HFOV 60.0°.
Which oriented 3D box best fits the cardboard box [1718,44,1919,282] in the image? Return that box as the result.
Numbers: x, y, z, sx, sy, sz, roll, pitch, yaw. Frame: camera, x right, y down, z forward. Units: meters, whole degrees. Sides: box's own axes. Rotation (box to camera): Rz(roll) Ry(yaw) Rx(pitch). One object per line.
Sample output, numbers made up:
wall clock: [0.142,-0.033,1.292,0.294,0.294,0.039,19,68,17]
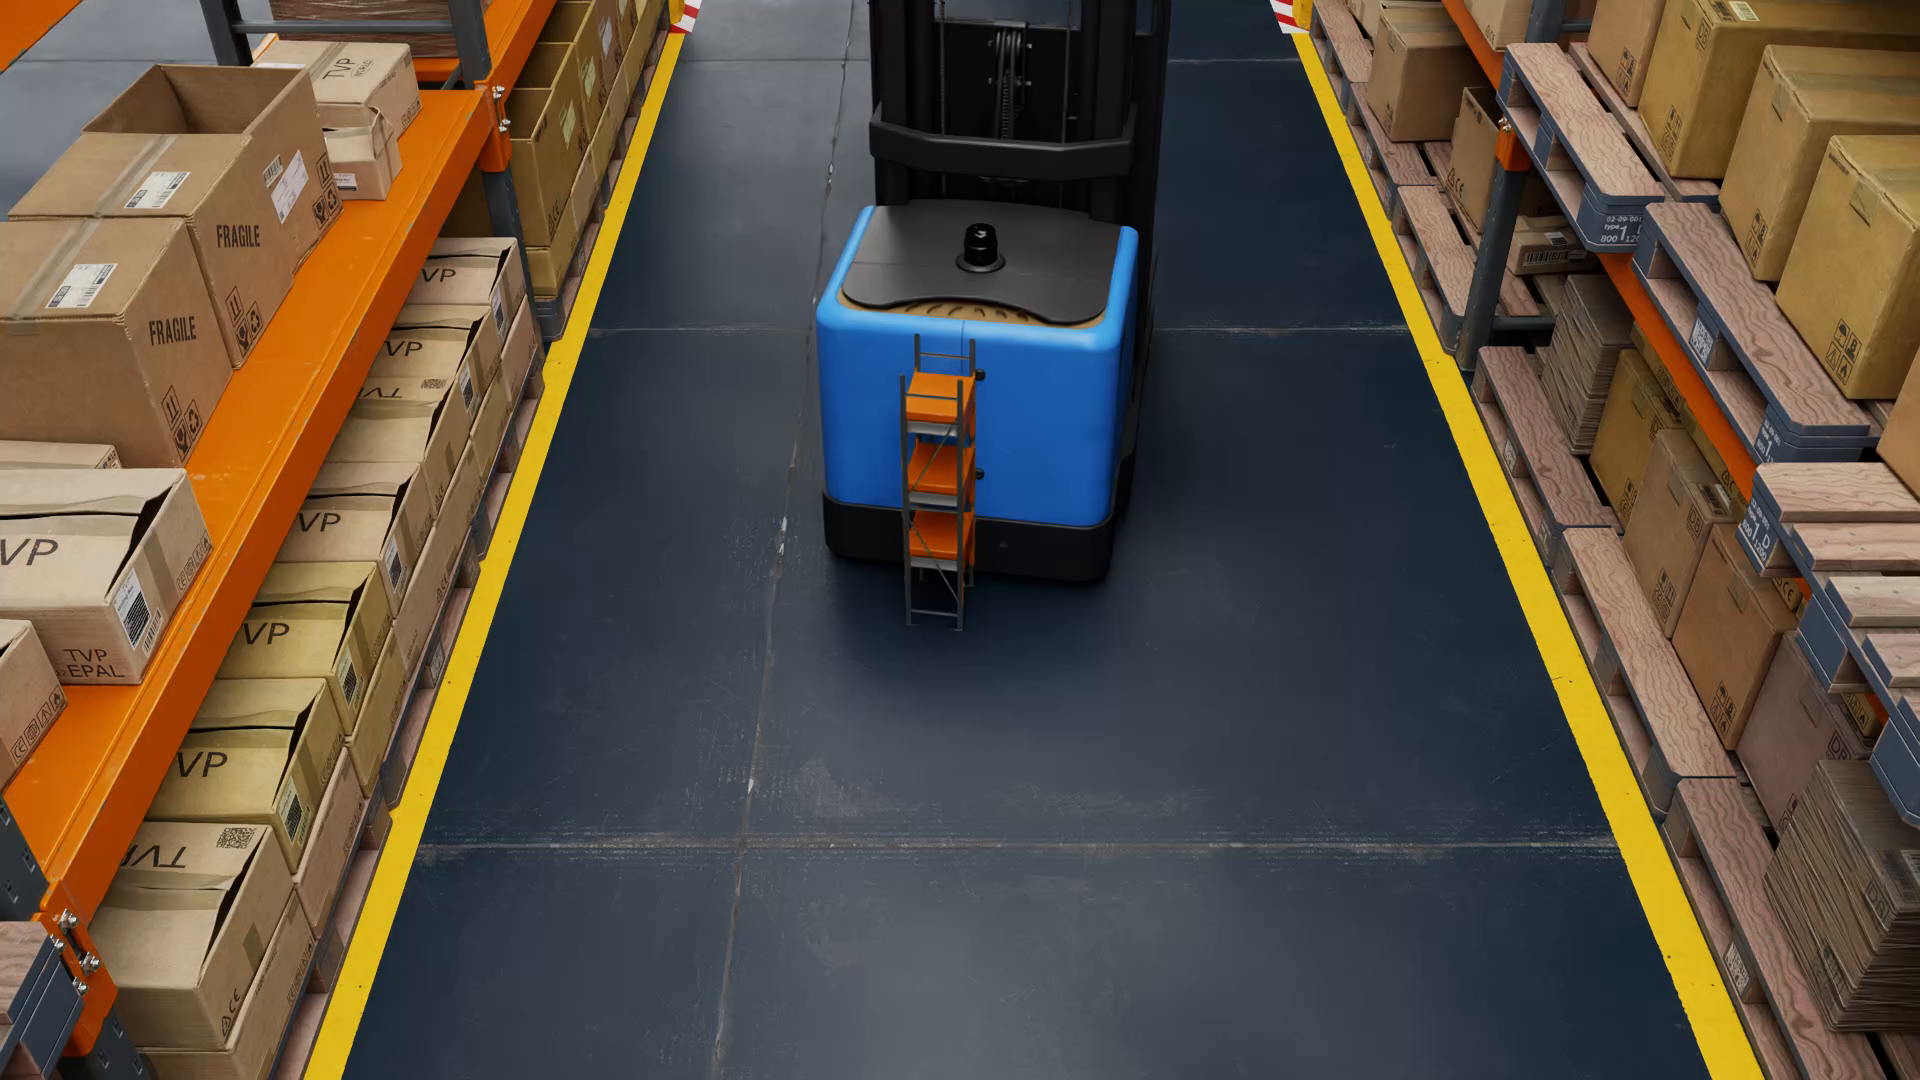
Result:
cardboard box: [2.645,-1.058,4.740,0.700,0.500,0.500,5,39,6]

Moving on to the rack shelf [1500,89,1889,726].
rack shelf: [2.655,-0.395,4.920,1.077,0.370,4.000,0,39,0]

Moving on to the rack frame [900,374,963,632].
rack frame: [-0.090,-0.098,5.533,0.200,1.050,0.008,6,39,7]

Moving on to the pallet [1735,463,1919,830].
pallet: [2.550,0.204,3.750,1.213,0.211,1.003,0,39,0]

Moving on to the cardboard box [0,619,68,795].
cardboard box: [-2.253,0.388,3.438,0.500,0.311,0.500,2,39,3]

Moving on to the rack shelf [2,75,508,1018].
rack shelf: [-2.298,-0.389,4.912,1.077,0.370,4.000,0,39,0]

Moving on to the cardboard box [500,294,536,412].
cardboard box: [-2.010,-0.752,6.653,0.500,0.250,0.500,0,39,0]

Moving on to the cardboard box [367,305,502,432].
cardboard box: [-2.007,-0.652,6.079,0.500,0.311,0.500,1,39,1]

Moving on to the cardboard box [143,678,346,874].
cardboard box: [-2.012,0.615,4.499,0.500,0.311,0.500,-1,39,-1]

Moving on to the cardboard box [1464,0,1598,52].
cardboard box: [2.349,-2.172,6.665,0.500,0.250,0.500,0,39,0]

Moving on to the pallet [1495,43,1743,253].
pallet: [2.508,-1.374,5.719,1.003,0.211,1.213,0,39,0]

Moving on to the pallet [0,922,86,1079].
pallet: [-2.225,1.079,2.658,1.213,0.211,1.003,0,39,0]

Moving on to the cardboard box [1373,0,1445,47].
cardboard box: [2.560,-2.761,9.095,0.500,0.311,0.500,3,39,4]

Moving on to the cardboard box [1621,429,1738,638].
cardboard box: [2.681,-0.020,5.524,0.700,0.500,0.500,0,39,0]

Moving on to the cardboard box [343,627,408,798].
cardboard box: [-2.011,0.523,5.062,0.500,0.250,0.500,-1,39,-1]

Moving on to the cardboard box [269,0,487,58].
cardboard box: [-2.308,-2.237,6.563,0.700,0.500,0.500,-1,39,-1]

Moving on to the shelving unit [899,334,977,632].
shelving unit: [-0.070,-0.174,5.627,0.215,1.050,0.252,6,39,7]

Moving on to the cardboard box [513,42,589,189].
cardboard box: [-1.997,-1.907,7.494,0.500,0.500,0.500,0,39,0]

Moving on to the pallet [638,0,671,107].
pallet: [-2.263,-2.856,9.645,1.003,0.211,1.213,0,39,0]

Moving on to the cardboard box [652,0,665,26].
cardboard box: [-2.009,-3.178,9.680,0.500,0.250,0.500,0,39,0]

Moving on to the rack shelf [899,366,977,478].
rack shelf: [-0.070,-0.387,5.456,0.215,0.259,0.240,6,39,7]

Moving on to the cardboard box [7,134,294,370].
cardboard box: [-2.315,-0.837,4.816,0.500,0.500,0.500,0,39,0]

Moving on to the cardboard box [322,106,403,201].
cardboard box: [-2.116,-1.319,5.604,0.396,0.266,0.258,-1,39,-1]

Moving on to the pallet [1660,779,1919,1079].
pallet: [2.658,1.174,4.616,1.003,0.211,1.213,0,39,0]

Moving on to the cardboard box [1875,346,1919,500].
cardboard box: [2.619,-0.279,3.768,0.700,0.500,0.500,-3,39,-4]

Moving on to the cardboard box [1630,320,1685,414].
cardboard box: [2.674,-0.680,5.747,0.500,0.250,0.500,-1,39,-1]

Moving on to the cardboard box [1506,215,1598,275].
cardboard box: [2.622,-1.327,7.421,0.380,0.166,0.250,-5,39,-6]

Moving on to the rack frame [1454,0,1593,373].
rack frame: [2.653,-1.927,6.255,1.000,3.000,0.127,0,39,0]

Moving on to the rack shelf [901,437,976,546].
rack shelf: [-0.070,-0.165,5.634,0.215,0.259,0.240,6,39,7]

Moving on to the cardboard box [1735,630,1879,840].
cardboard box: [2.720,0.606,4.742,0.700,0.500,0.500,0,39,0]

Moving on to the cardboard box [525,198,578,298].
cardboard box: [-1.998,-1.302,7.339,0.500,0.250,0.500,0,39,0]

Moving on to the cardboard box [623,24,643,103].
cardboard box: [-1.994,-2.553,8.899,0.500,0.250,0.500,0,39,0]

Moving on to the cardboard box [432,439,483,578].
cardboard box: [-2.010,-0.116,5.859,0.500,0.250,0.500,1,39,1]

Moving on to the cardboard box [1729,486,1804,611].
cardboard box: [2.661,-0.042,4.952,0.500,0.250,0.500,0,39,0]

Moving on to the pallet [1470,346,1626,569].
pallet: [2.655,-0.352,6.520,1.003,0.211,1.213,0,39,0]

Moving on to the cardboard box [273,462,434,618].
cardboard box: [-2.012,-0.026,5.298,0.500,0.311,0.500,0,39,-1]

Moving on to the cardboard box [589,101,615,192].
cardboard box: [-1.989,-1.927,8.119,0.500,0.250,0.500,0,39,0]

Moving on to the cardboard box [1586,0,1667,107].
cardboard box: [2.620,-1.819,5.689,0.700,0.500,0.500,0,39,0]

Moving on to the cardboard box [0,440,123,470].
cardboard box: [-2.354,-0.119,4.200,0.380,0.149,0.250,3,39,3]

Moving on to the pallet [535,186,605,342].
pallet: [-2.260,-1.330,7.741,1.003,0.211,1.213,0,39,0]

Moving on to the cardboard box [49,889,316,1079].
cardboard box: [-2.003,1.162,4.264,0.500,0.250,0.500,0,39,0]

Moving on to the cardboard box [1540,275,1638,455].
cardboard box: [2.670,-0.663,6.325,0.700,0.500,0.500,1,39,1]

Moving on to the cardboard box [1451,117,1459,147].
cardboard box: [2.671,-1.986,8.258,0.380,0.149,0.250,-3,39,-4]

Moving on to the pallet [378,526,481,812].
pallet: [-2.257,0.393,5.591,1.003,0.211,1.213,0,39,0]

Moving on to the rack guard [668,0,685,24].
rack guard: [-2.305,-3.462,10.170,1.175,0.500,0.348,0,39,0]

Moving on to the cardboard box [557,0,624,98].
cardboard box: [-1.992,-2.532,8.275,0.500,0.500,0.500,0,39,0]

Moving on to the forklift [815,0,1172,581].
forklift: [0.255,-1.917,6.298,1.130,2.935,3.031,6,39,7]
